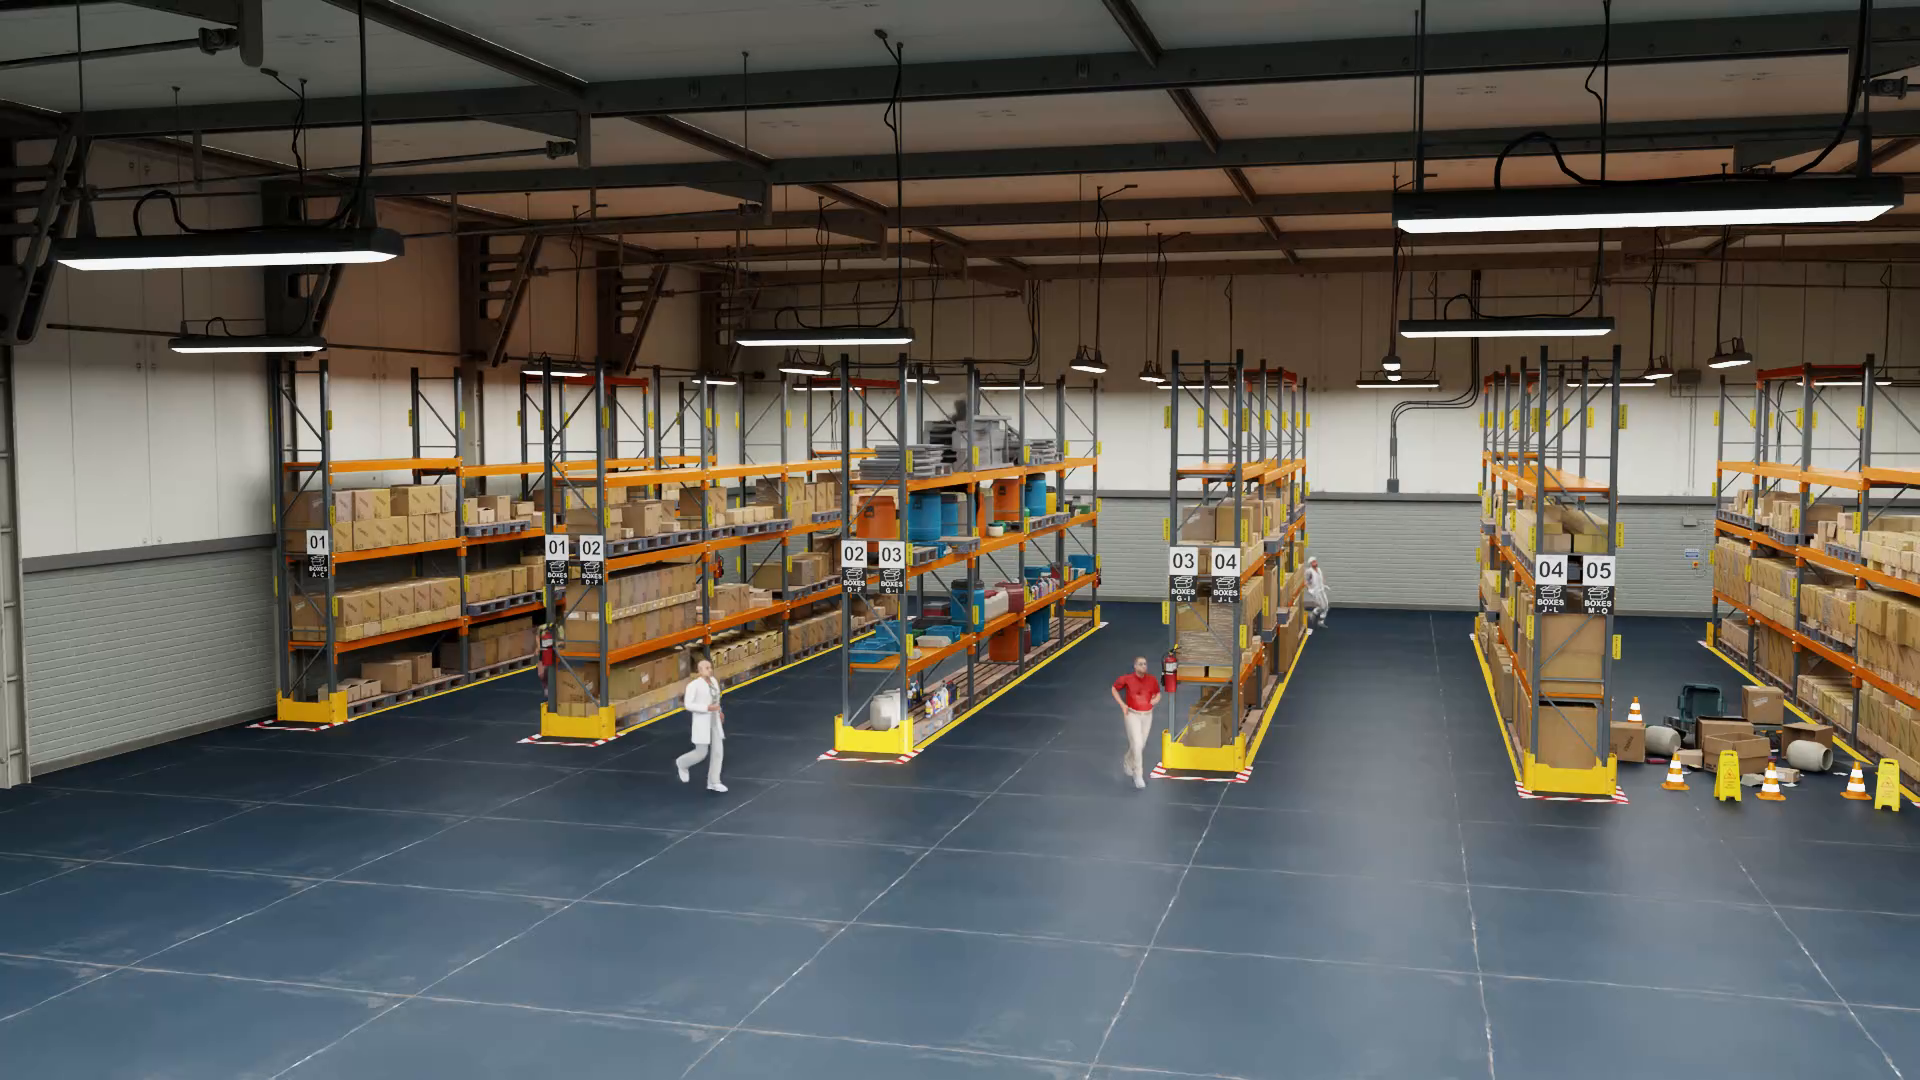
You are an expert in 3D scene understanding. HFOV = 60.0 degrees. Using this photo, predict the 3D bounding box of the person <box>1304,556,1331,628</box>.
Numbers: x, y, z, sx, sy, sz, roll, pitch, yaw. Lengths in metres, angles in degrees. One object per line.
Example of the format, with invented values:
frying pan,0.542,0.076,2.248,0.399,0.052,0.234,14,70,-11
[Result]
person,8.625,1.264,40.130,0.716,1.733,0.533,-3,5,-39

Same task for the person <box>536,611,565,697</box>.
person,-7.314,2.052,29.599,0.566,1.629,0.549,0,4,0

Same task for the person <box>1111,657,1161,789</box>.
person,2.480,2.485,23.029,0.661,1.753,0.857,-2,4,-22

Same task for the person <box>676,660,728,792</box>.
person,-3.476,2.495,22.513,0.901,1.753,0.716,3,5,38
